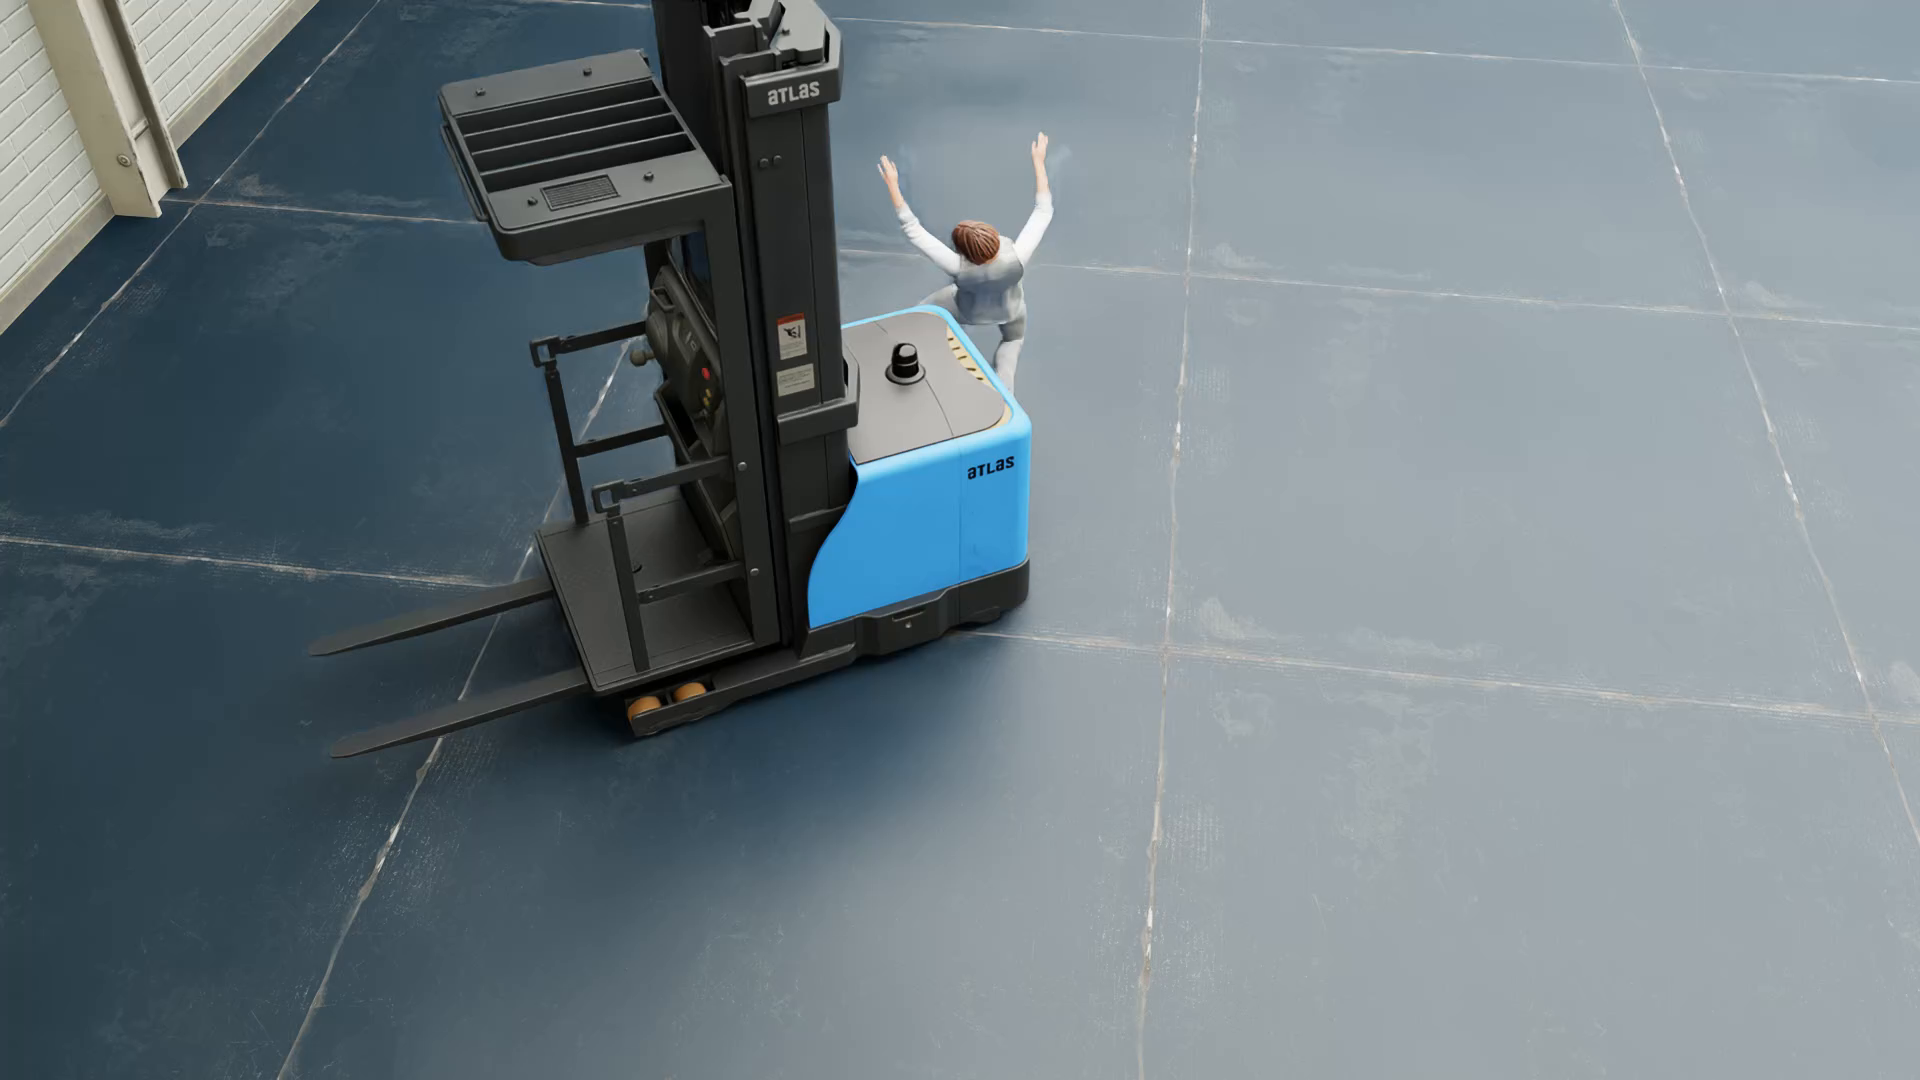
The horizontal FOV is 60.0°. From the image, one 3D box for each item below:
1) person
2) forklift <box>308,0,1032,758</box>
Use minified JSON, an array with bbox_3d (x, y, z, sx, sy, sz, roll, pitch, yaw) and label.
[{"bbox_3d":[0.034,-1.187,8.079,0.821,1.480,0.661,-3,43,-4],"label":"person"},{"bbox_3d":[-1.253,-0.668,6.451,3.031,2.935,1.130,-17,45,-17],"label":"forklift"}]
